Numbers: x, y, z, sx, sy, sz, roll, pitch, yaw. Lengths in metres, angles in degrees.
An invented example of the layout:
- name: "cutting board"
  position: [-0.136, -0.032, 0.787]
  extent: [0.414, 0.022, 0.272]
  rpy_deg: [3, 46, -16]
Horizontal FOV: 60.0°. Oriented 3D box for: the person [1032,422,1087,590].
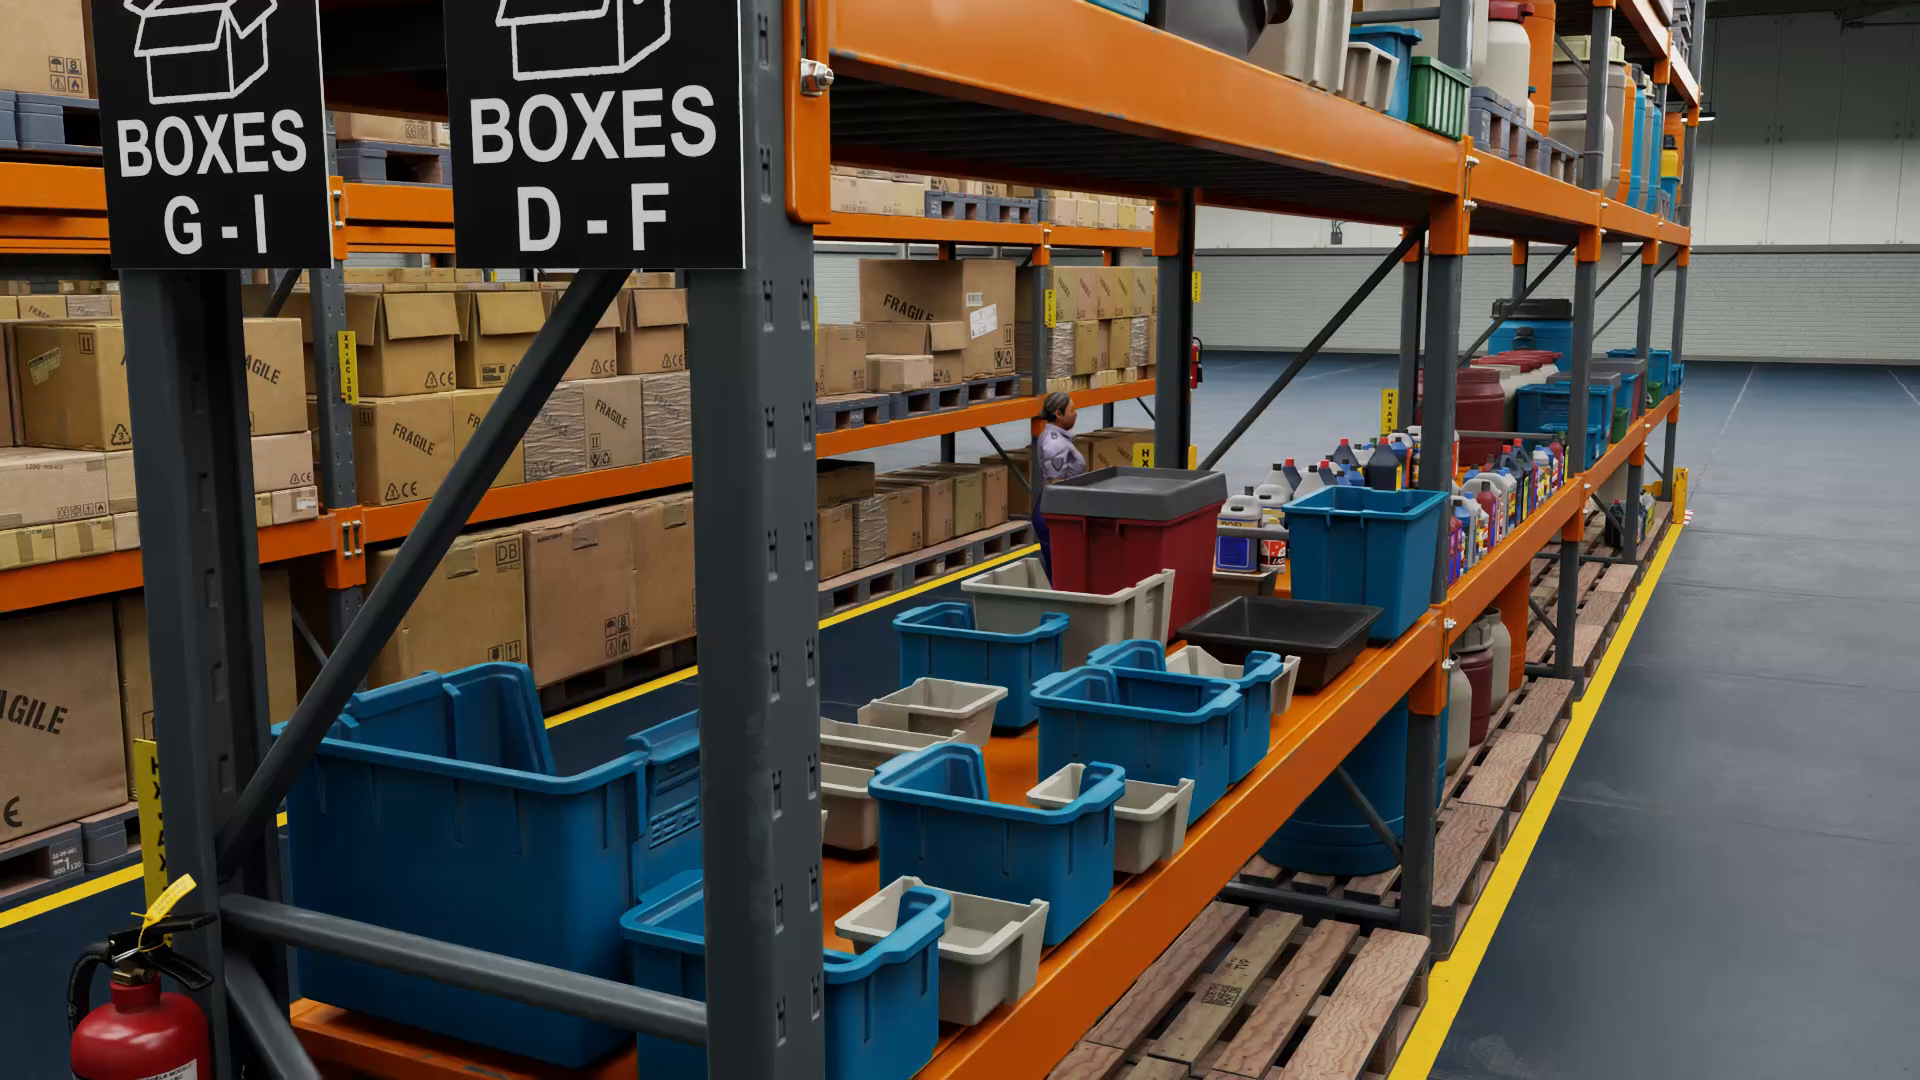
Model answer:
- name: "person"
  position: [0.700, -0.030, 10.638]
  extent: [0.477, 1.455, 0.553]
  rpy_deg: [0, 9, -1]
